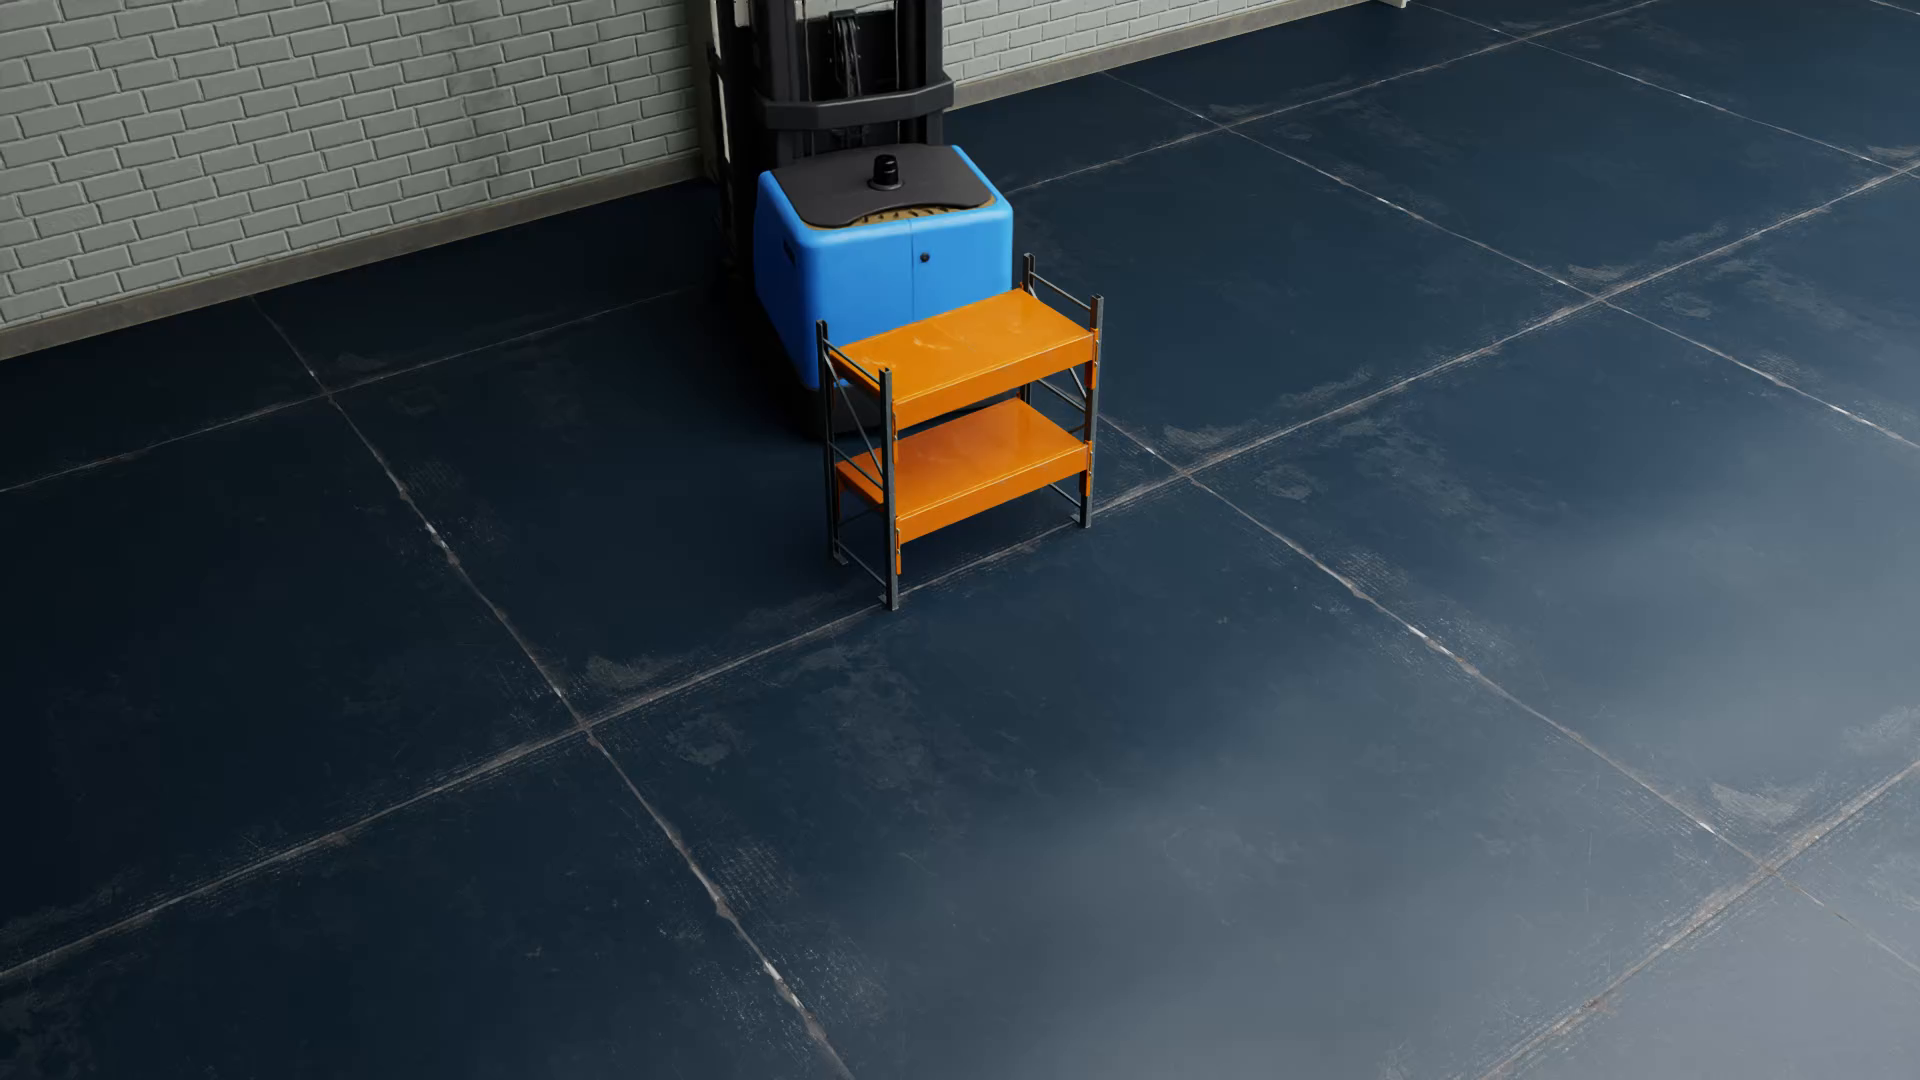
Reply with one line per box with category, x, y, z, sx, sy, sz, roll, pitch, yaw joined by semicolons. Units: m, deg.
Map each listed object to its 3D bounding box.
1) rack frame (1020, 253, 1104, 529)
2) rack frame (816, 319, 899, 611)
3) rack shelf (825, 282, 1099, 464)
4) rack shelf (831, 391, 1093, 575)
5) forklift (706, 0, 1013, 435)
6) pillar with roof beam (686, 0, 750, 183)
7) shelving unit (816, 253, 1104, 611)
rack frame;0.421;-0.630;7.162;0.032;1.125;0.500;-22;41;-28
rack frame;-0.410;-0.288;6.687;0.032;1.125;0.500;-22;41;-28
rack shelf;0.006;-0.697;6.754;1.000;0.278;0.538;-22;41;-28
rack shelf;0.006;-0.260;7.067;1.000;0.278;0.538;-22;41;-28
forklift;-0.705;-2.543;8.276;1.130;2.935;3.031;-11;37;-15
pillar with roof beam;1.111;-3.898;4.963;0.400;9.000;9.100;-22;41;-28
shelving unit;0.006;-0.459;6.925;1.048;1.125;0.538;-22;41;-28
